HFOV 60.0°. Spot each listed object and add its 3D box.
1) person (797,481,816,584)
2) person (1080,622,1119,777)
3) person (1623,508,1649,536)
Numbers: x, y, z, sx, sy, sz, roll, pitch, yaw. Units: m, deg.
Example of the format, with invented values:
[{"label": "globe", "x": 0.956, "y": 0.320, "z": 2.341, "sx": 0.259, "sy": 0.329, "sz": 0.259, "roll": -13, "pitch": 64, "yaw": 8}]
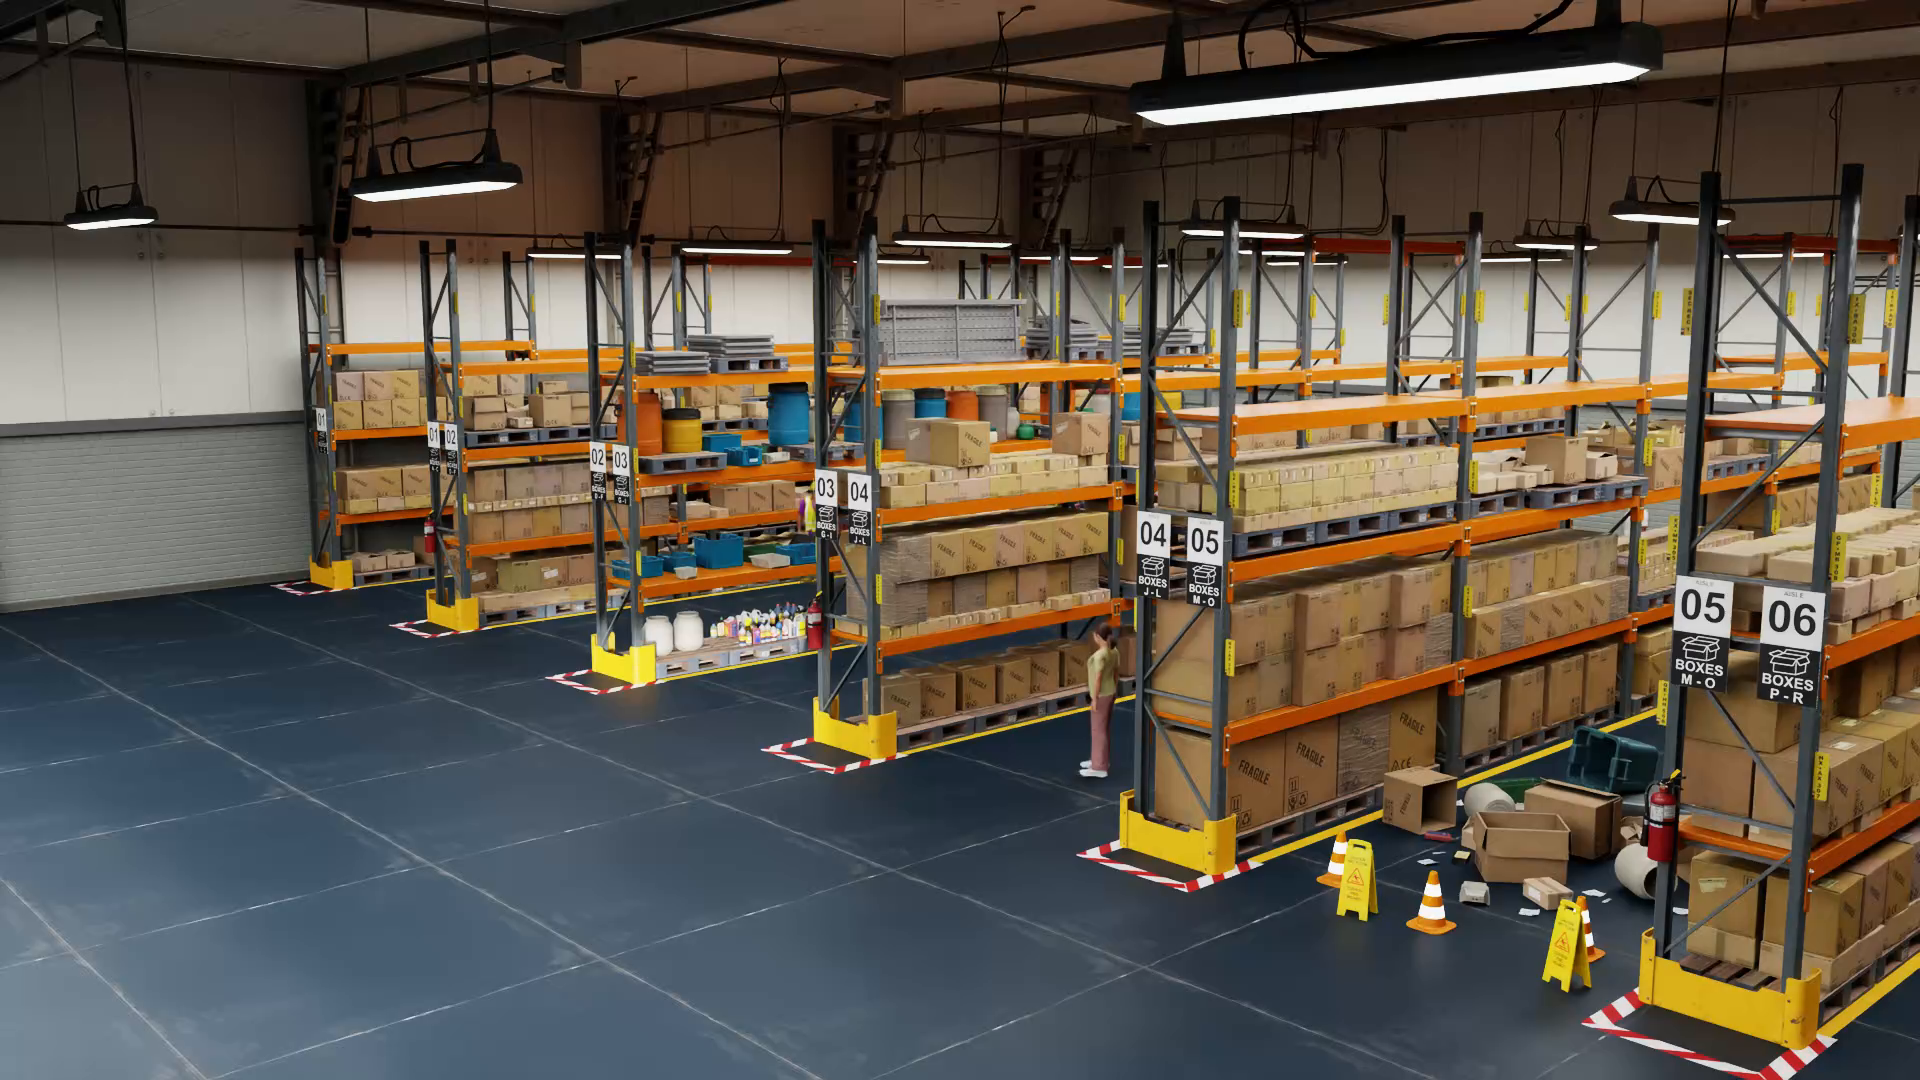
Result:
[{"label": "person", "x": -2.509, "y": -0.151, "z": 28.492, "sx": 0.493, "sy": 1.735, "sz": 0.989, "roll": 6, "pitch": 10, "yaw": 35}, {"label": "person", "x": 1.497, "y": 1.702, "z": 18.023, "sx": 0.441, "sy": 1.675, "sz": 0.493, "roll": 3, "pitch": 9, "yaw": 19}, {"label": "person", "x": 11.783, "y": 0.031, "z": 29.163, "sx": 0.443, "sy": 1.793, "sz": 0.591, "roll": 2, "pitch": 9, "yaw": 12}]
